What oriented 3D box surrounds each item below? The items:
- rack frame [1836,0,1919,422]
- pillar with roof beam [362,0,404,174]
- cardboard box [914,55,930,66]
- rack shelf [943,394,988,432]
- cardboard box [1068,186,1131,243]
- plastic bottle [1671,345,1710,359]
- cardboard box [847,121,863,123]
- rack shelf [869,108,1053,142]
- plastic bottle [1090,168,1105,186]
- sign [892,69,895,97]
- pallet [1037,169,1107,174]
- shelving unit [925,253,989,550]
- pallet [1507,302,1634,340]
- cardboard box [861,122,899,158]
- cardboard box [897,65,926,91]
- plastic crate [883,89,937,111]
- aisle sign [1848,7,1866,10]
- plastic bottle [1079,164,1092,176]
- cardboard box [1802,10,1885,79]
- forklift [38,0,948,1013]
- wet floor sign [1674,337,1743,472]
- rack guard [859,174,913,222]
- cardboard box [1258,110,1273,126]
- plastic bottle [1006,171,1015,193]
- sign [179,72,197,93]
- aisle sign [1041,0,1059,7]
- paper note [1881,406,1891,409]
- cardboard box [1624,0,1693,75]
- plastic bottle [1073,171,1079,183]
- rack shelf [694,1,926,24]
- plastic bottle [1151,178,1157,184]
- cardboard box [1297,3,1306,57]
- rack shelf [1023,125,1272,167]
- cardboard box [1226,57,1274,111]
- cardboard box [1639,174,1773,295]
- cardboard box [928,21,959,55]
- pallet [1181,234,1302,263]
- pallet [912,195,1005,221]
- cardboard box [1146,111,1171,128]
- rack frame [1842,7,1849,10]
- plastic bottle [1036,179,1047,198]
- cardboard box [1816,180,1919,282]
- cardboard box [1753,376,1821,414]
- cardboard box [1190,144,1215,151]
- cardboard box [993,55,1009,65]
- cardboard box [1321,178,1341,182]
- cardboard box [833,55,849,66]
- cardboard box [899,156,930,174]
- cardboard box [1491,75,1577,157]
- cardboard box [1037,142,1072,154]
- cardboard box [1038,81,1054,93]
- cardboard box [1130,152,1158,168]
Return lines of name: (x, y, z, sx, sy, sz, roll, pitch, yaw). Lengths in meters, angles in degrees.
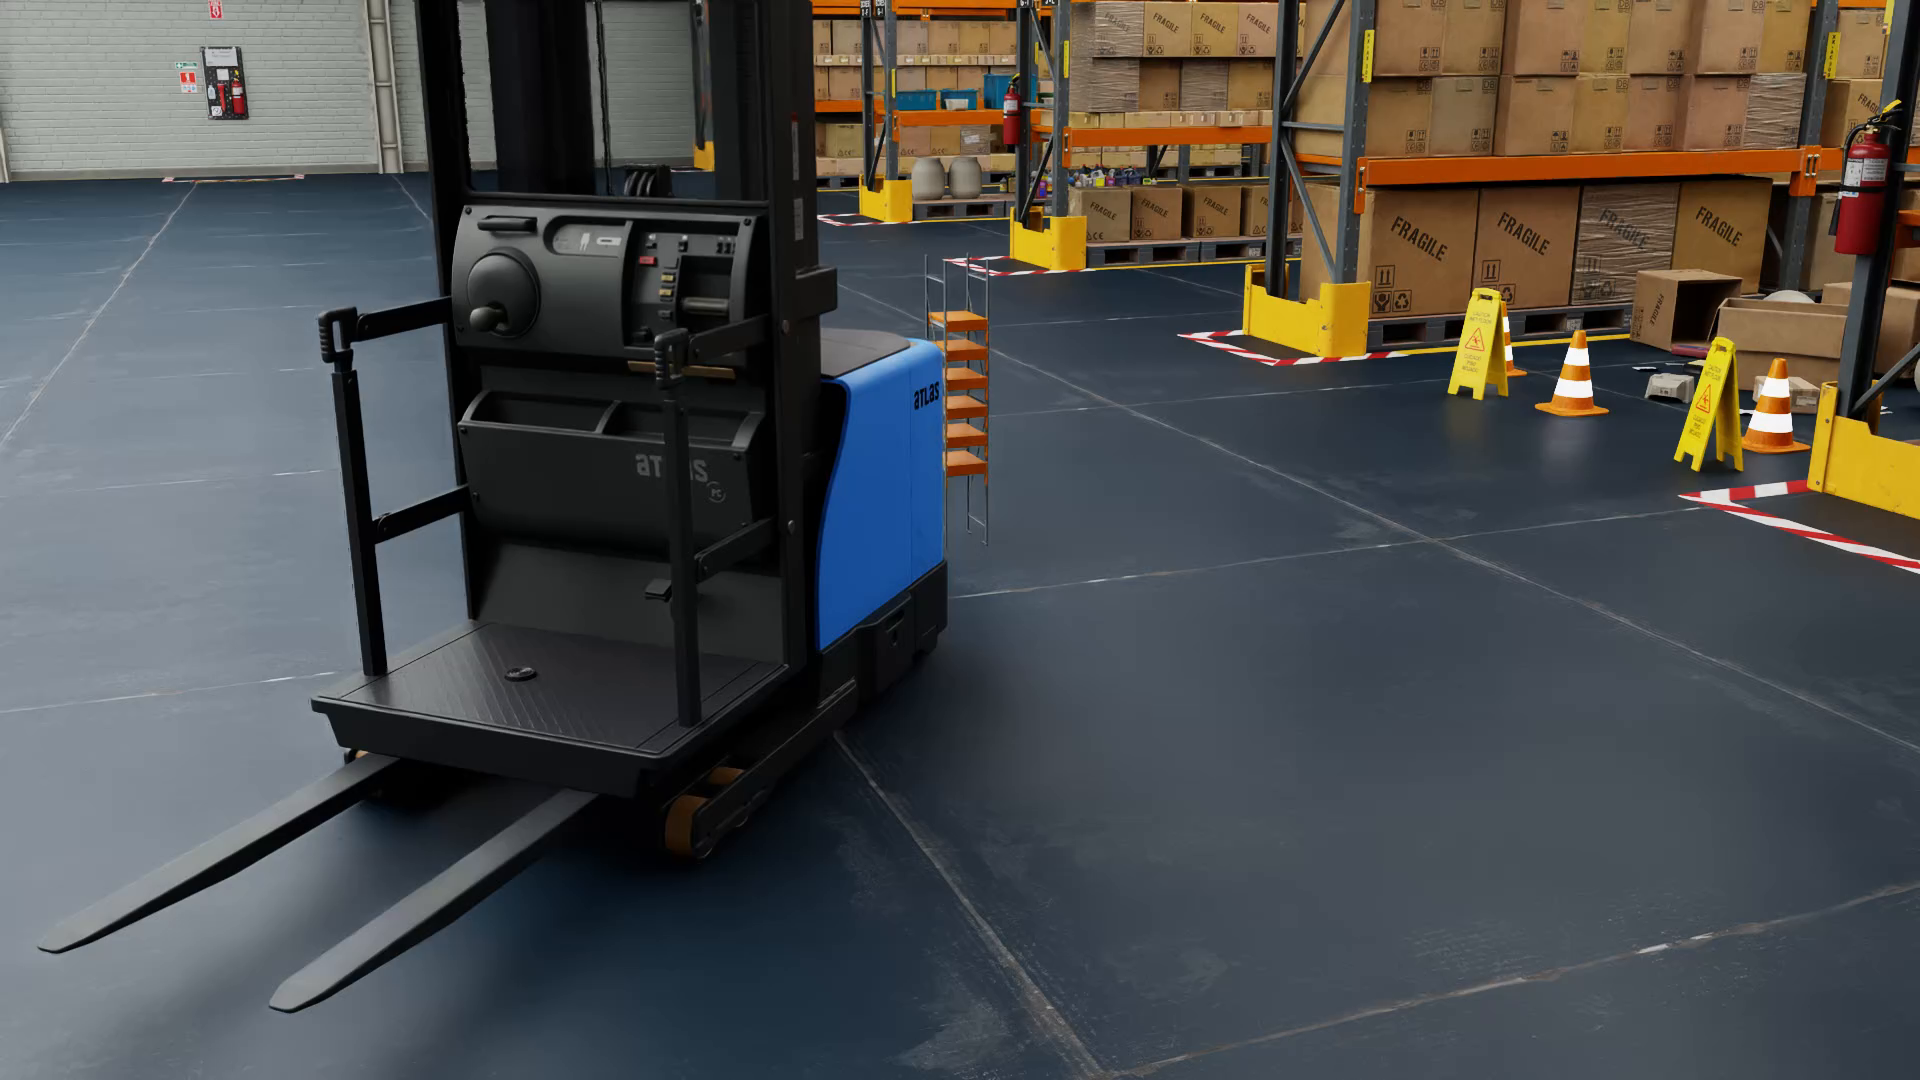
rack frame: (4.330, -1.553, 7.063, 0.127, 3.000, 1.000, -6, 17, -20)
pillar with roof beam: (-8.251, -9.509, 23.509, 0.400, 9.000, 9.100, -6, 17, -20)
cardboard box: (-0.632, -7.291, 25.273, 0.250, 0.149, 0.380, -6, 17, -18)
rack shelf: (-0.014, -0.532, 6.937, 0.180, 0.103, 0.258, -6, 17, -20)
cardboard box: (1.374, -3.221, 16.435, 0.500, 0.500, 0.500, -3, 17, -10)
plastic bottle: (5.028, -1.283, 11.358, 0.133, 0.061, 0.283, -14, 21, -39)
cardboard box: (-1.434, -6.246, 25.849, 0.500, 0.500, 0.500, -6, 17, -20)
rack shelf: (0.880, -5.320, 21.168, 4.000, 0.370, 1.077, -6, 17, -20)
plastic bottle: (1.768, -4.614, 21.408, 0.185, 0.351, 0.144, -6, 17, -20)
sign: (-0.795, -5.451, 19.847, 0.005, 0.325, 0.100, -6, 17, -20)
pallet: (1.652, -5.917, 26.873, 1.213, 0.211, 1.003, -6, 17, -20)
shelving unit: (-0.014, -0.574, 6.924, 0.189, 1.200, 0.258, -6, 17, -20)
pallet: (4.321, -1.730, 12.617, 1.213, 0.211, 1.003, -6, 17, -20)
cardboard box: (-1.248, -6.110, 25.383, 0.500, 0.500, 0.500, -6, 17, -20)
cardboard box: (-0.872, -7.016, 25.488, 0.500, 0.500, 0.700, -6, 17, -18)
plastic crate: (-0.628, -5.521, 20.841, 0.616, 0.251, 0.499, -6, 17, -20)
aisle sign: (13.914, -8.410, 25.798, 0.004, 0.787, 0.394, -6, 17, -20)
plastic bottle: (1.669, -4.816, 22.094, 0.185, 0.351, 0.144, -7, 18, -22)
cardboard box: (6.662, -3.828, 12.858, 0.500, 0.500, 0.700, -6, 18, -21)
forklift: (-1.051, -0.714, 4.328, 1.130, 2.935, 3.031, 6, 17, 20)
wet floor sign: (3.770, -0.686, 8.289, 0.232, 0.644, 0.267, 0, 16, -1)
rack guard: (-0.934, -4.284, 20.800, 0.348, 0.500, 1.175, -6, 17, -20)
cardboard box: (3.018, -4.197, 16.512, 0.250, 0.149, 0.380, -6, 17, -20)
plastic bottle: (0.673, -4.689, 21.781, 0.133, 0.283, 0.061, -6, 17, -19)
sign: (-12.666, -7.513, 27.295, 0.234, 0.329, 0.001, -6, 17, -20)
aisle sign: (0.834, -5.323, 15.286, 0.004, 0.787, 0.394, -6, 17, -20)
paper note: (5.348, -0.788, 9.749, 0.142, 0.019, 0.148, 0, 16, -1)
cardboard box: (4.818, -3.706, 12.213, 0.550, 0.550, 0.875, -6, 17, -20)
plastic bottle: (1.545, -4.753, 22.022, 0.097, 0.271, 0.097, 0, 16, 0)
rack shelf: (-2.665, -9.366, 29.622, 4.000, 0.370, 1.077, -6, 17, -20)
plastic bottle: (2.520, -4.617, 21.682, 0.097, 0.201, 0.097, 0, 16, 0)
cardboard box: (3.264, -5.016, 16.374, 0.500, 0.500, 0.500, -6, 17, -20)
rack shelf: (2.652, -4.017, 16.730, 4.000, 0.370, 1.077, -6, 17, -20)
cardboard box: (2.685, -4.568, 16.624, 0.500, 0.500, 0.875, -6, 17, -20)
cardboard box: (5.588, -2.386, 12.924, 0.875, 0.875, 0.875, -6, 17, -19)
cardboard box: (-0.373, -7.693, 25.492, 0.500, 0.500, 0.700, -6, 17, -20)
pallet: (2.764, -3.025, 17.024, 1.213, 0.211, 1.003, -6, 17, -20)
pallet: (-0.173, -4.226, 21.115, 1.213, 0.211, 1.003, -6, 17, -20)
cardboard box: (1.841, -4.078, 16.108, 0.250, 0.149, 0.380, -6, 17, -20)
rack frame: (13.953, -7.077, 25.873, 0.127, 3.000, 1.000, -6, 17, -20)
plastic bottle: (1.035, -4.490, 21.105, 0.133, 0.283, 0.061, -6, 17, -19)
cardboard box: (7.650, -2.553, 13.716, 0.750, 0.750, 1.050, -6, 17, -20)
cardboard box: (4.831, -0.849, 9.725, 0.250, 0.149, 0.380, 3, 17, 9)
cardboard box: (3.830, -6.553, 27.230, 0.500, 0.311, 0.500, -6, 18, -21)
cardboard box: (0.569, -7.422, 25.719, 0.250, 0.149, 0.380, -7, 18, -21)
cardboard box: (4.132, -3.536, 17.507, 0.500, 0.500, 0.500, -7, 18, -22)
cardboard box: (-1.834, -7.161, 24.833, 0.250, 0.149, 0.380, -6, 17, -20)
cardboard box: (-0.775, -5.796, 25.646, 0.500, 0.250, 0.500, -6, 17, -20)
cardboard box: (3.869, -3.051, 11.899, 0.550, 0.550, 0.875, -6, 17, -20)
cardboard box: (1.453, -6.298, 26.361, 0.500, 0.311, 0.500, -6, 17, -20)
cardboard box: (1.422, -7.160, 26.422, 0.500, 0.250, 0.500, -5, 17, -17)
cardboard box: (2.879, -6.183, 26.966, 0.500, 0.250, 0.500, -6, 17, -19)
